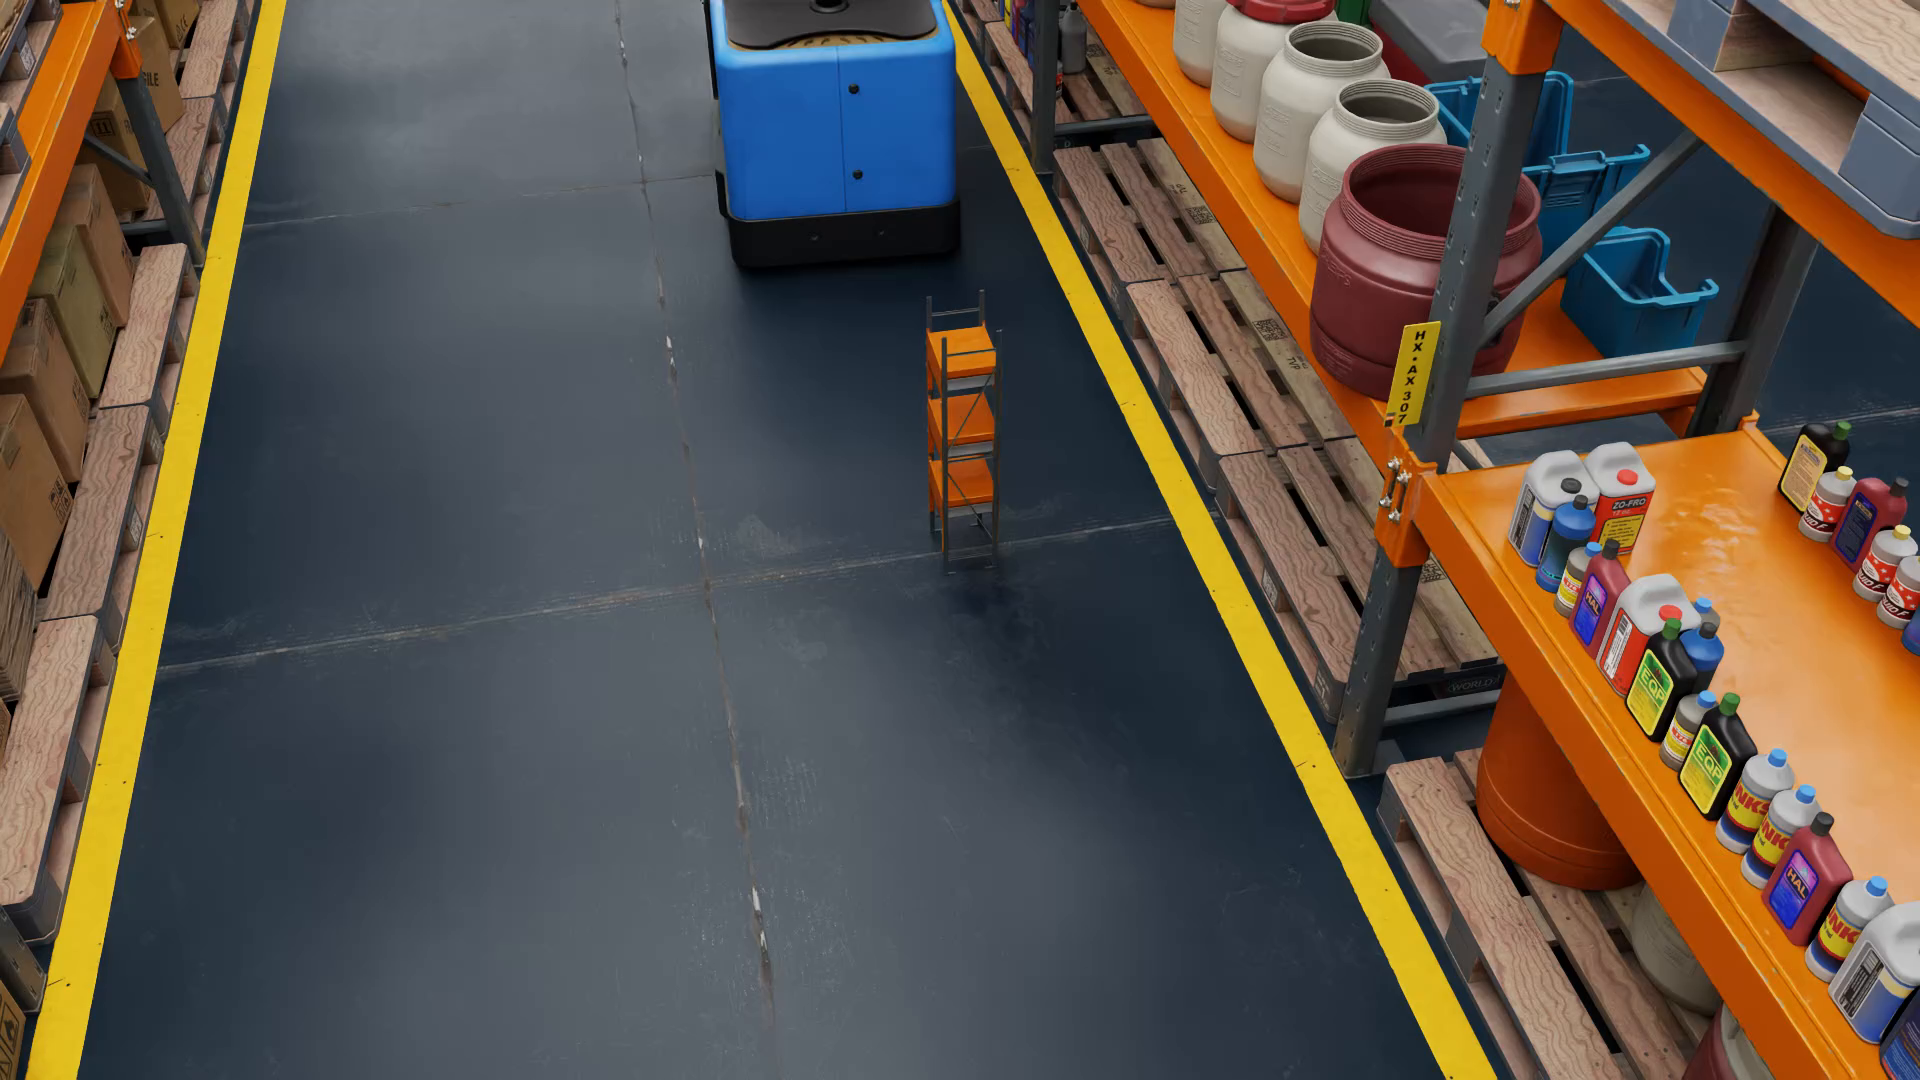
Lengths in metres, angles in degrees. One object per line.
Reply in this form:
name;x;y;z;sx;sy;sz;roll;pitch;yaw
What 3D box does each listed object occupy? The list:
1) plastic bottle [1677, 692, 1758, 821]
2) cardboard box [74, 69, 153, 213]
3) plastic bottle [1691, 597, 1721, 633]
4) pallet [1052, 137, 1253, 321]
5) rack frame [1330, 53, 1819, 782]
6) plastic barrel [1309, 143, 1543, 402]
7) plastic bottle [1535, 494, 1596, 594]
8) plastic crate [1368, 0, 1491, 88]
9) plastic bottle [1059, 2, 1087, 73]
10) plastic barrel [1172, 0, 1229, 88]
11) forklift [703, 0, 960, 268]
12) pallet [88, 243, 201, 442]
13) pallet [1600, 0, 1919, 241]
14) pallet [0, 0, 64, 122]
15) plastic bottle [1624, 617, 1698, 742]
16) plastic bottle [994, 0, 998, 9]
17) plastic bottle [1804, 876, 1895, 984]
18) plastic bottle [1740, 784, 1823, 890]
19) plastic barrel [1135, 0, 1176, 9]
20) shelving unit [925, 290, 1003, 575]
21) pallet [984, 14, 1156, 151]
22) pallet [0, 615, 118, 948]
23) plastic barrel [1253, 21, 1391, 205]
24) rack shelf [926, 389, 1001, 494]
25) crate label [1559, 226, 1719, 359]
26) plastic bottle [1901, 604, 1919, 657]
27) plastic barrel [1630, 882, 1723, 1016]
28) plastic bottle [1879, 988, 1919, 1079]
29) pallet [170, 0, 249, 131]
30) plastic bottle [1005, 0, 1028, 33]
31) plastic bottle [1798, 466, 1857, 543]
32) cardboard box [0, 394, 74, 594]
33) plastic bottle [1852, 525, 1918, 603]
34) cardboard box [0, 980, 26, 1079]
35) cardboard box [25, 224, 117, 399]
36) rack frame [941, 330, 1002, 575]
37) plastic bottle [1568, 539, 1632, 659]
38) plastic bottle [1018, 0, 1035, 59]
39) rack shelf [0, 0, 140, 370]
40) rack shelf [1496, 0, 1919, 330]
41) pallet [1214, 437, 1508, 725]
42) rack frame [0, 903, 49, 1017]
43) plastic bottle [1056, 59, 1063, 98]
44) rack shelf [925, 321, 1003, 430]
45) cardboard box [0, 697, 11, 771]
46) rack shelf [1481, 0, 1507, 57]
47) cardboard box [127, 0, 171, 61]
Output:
plastic bottle;1.630;0.461;3.559;0.061;0.283;0.133;-8;42;-9
cardboard box;-4.029;-1.823;7.611;0.500;0.500;0.500;-10;42;-11
plastic bottle;1.713;0.219;3.894;0.097;0.201;0.097;0;42;0
pallet;1.062;-1.499;7.780;1.003;0.211;1.213;-8;42;-9
rack frame;1.718;-0.452;4.500;1.000;3.000;0.127;-8;42;-9
plastic barrel;1.322;-0.761;4.745;0.600;0.536;0.708;-8;42;-9
plastic bottle;1.494;0.002;4.086;0.097;0.271;0.097;0;42;0
plastic crate;1.668;-1.568;5.708;0.402;0.464;0.583;-8;42;-9
plastic bottle;0.575;-2.616;8.602;0.144;0.351;0.185;-8;42;-9
plastic barrel;1.005;-1.969;6.106;0.433;0.535;0.433;0;42;0
forklift;-0.735;-3.312;7.773;1.130;2.935;3.031;-6;42;-7
pallet;-3.812;-0.788;6.979;1.003;0.211;1.213;-8;42;-9
pallet;1.787;-0.994;2.993;1.003;0.211;1.213;-8;42;-9
pallet;-3.959;-1.748;6.104;1.003;0.211;1.213;-8;42;-9
plastic bottle;1.580;0.311;3.728;0.061;0.283;0.133;-8;42;-9
plastic bottle;0.239;-3.052;9.205;0.097;0.201;0.097;0;42;0
plastic bottle;1.743;0.750;3.242;0.097;0.271;0.097;0;42;0
plastic bottle;1.693;0.601;3.411;0.097;0.271;0.097;0;42;0
plastic barrel;0.847;-2.445;6.642;0.433;0.535;0.433;0;42;0
shelving unit;0.012;-0.358;5.862;0.215;1.050;0.252;-8;42;-9
pallet;0.750;-2.444;8.844;1.003;0.211;1.213;-8;42;-9
pallet;-3.286;0.793;5.197;1.003;0.211;1.213;-8;42;-9
plastic barrel;1.196;-1.404;5.487;0.421;0.512;0.421;0;42;0
rack shelf;0.012;-0.350;5.869;0.215;0.259;0.240;-8;42;-9
crate label;1.993;-0.717;4.924;0.303;0.233;0.416;-8;42;-9
plastic bottle;2.321;0.150;3.919;0.097;0.271;0.097;0;42;0
plastic barrel;2.049;0.989;4.434;0.421;0.512;0.421;0;42;0
plastic bottle;1.826;0.896;3.018;0.144;0.351;0.185;-8;42;-9
pallet;-4.428;-2.515;8.925;1.003;0.211;1.213;-8;42;-9
plastic bottle;0.323;-2.929;8.954;0.144;0.351;0.185;-9;42;-10
plastic bottle;2.229;-0.100;4.252;0.097;0.201;0.097;0;42;0
cardboard box;-3.544;-0.128;5.686;0.700;0.500;0.500;-5;42;-6
plastic bottle;2.279;0.050;4.084;0.097;0.201;0.097;0;42;0
cardboard box;-2.990;1.345;3.759;1.225;0.875;0.875;-10;43;-11
cardboard box;-3.786;-0.852;6.502;0.700;0.500;0.500;-9;42;-10
rack frame;0.038;-0.279;5.773;0.200;1.050;0.008;-8;42;-9
plastic bottle;1.522;0.138;3.923;0.061;0.283;0.133;-8;42;-9
plastic bottle;0.393;-2.720;8.718;0.144;0.351;0.185;-10;43;-11
rack shelf;-3.550;-0.770;5.400;1.077;0.370;4.000;-8;42;-9
rack shelf;2.150;-0.009;2.283;1.077;0.370;4.000;-8;42;-9
pallet;1.589;0.083;5.998;1.003;0.211;1.213;-8;42;-9
rack frame;-3.118;0.257;3.701;1.000;3.000;0.127;-8;42;-9
plastic bottle;0.472;-2.354;8.419;0.097;0.201;0.097;0;42;0
rack shelf;0.012;-0.562;5.681;0.215;0.259;0.240;-8;42;-9
cardboard box;-3.282;0.596;4.871;0.700;0.500;0.500;-10;43;-12
rack shelf;1.286;-2.602;5.204;1.077;0.370;4.000;-8;42;-9
cardboard box;-4.371;-2.584;8.468;0.500;0.500;0.500;-12;43;-13
